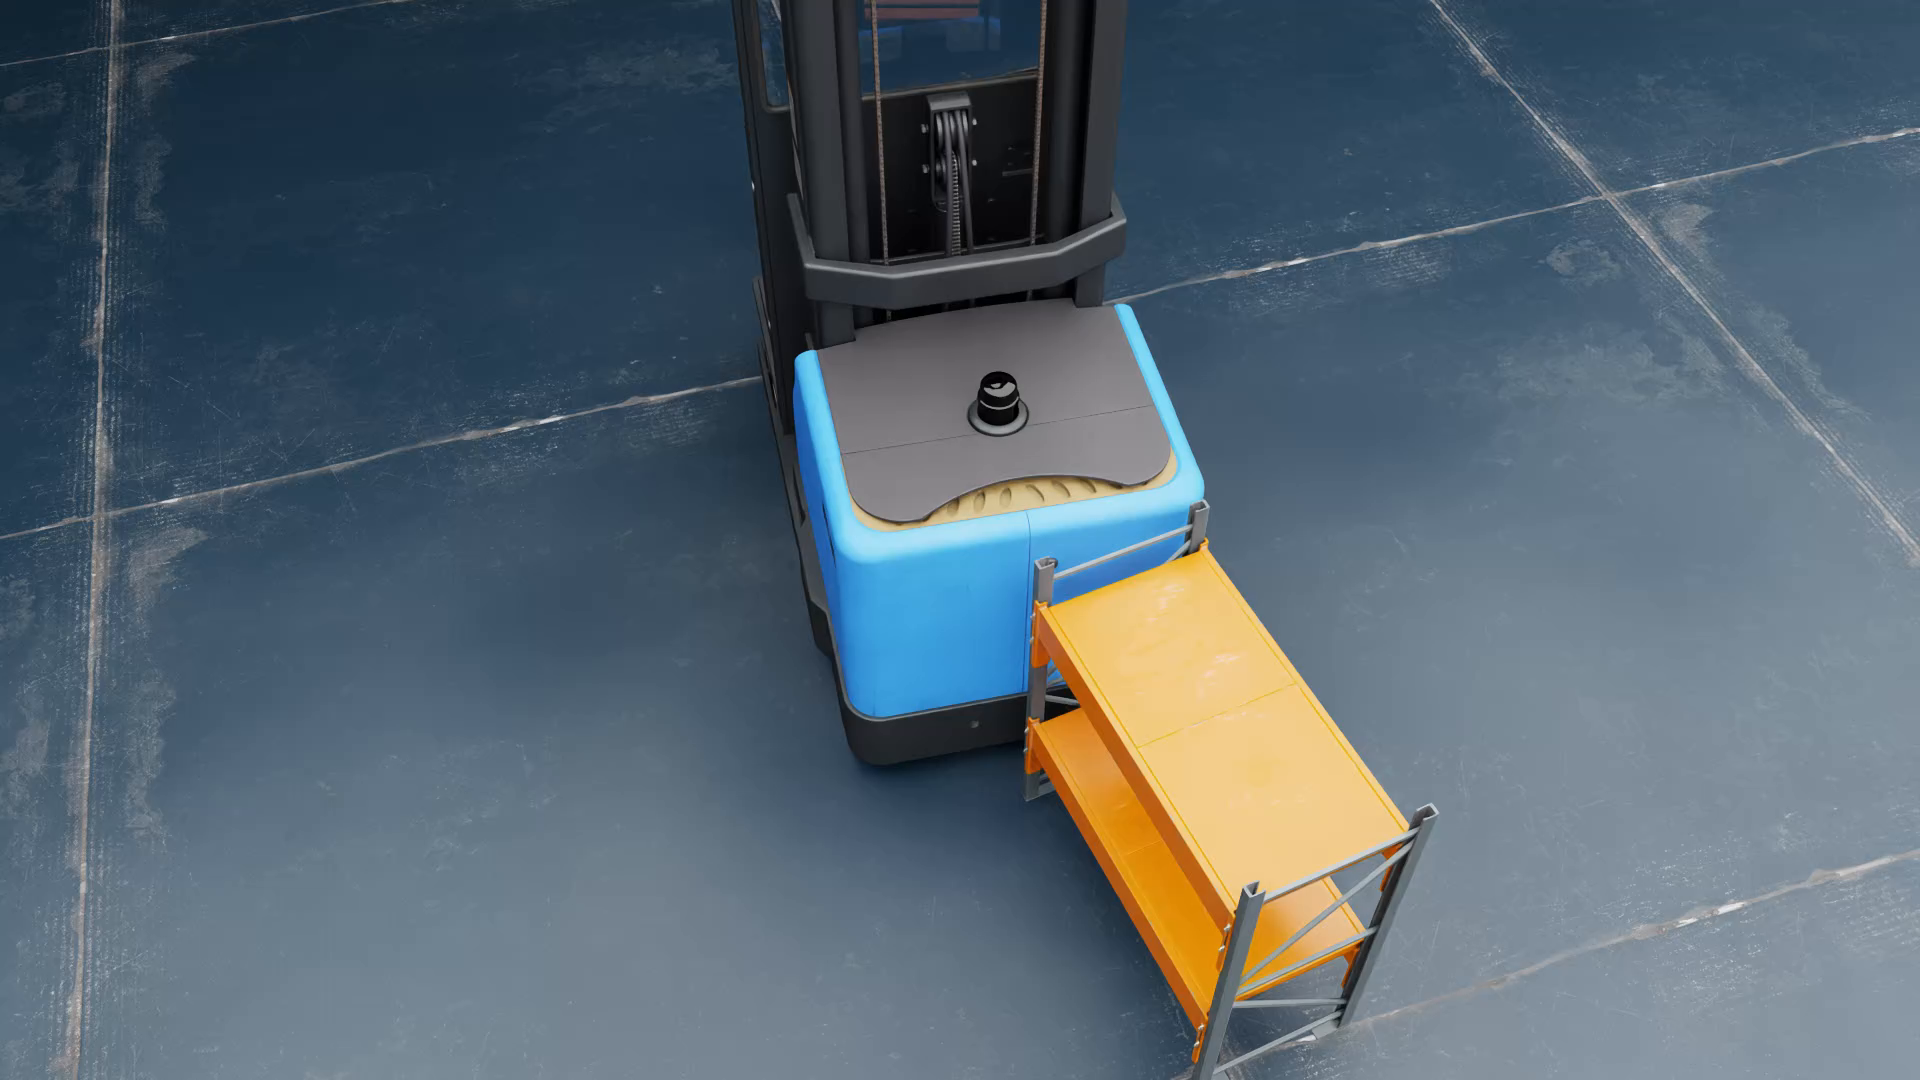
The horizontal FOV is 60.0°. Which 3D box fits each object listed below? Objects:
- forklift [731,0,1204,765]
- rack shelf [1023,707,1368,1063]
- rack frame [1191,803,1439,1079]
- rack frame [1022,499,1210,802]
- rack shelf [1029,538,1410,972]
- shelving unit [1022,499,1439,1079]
[{"bbox_3d":[-0.133,-1.412,5.023,1.130,2.935,3.031,-9,51,-8],"label":"forklift"},{"bbox_3d":[0.636,0.856,4.613,0.538,0.278,1.000,-20,53,-16],"label":"rack shelf"},{"bbox_3d":[0.851,1.051,4.129,0.500,1.125,0.032,-20,53,-16],"label":"rack frame"},{"bbox_3d":[0.422,0.346,4.723,0.500,1.125,0.032,-20,53,-16],"label":"rack frame"},{"bbox_3d":[0.636,0.510,4.202,0.538,0.278,1.000,-20,53,-16],"label":"rack shelf"},{"bbox_3d":[0.636,0.698,4.426,0.538,1.125,1.048,-20,53,-16],"label":"shelving unit"}]
